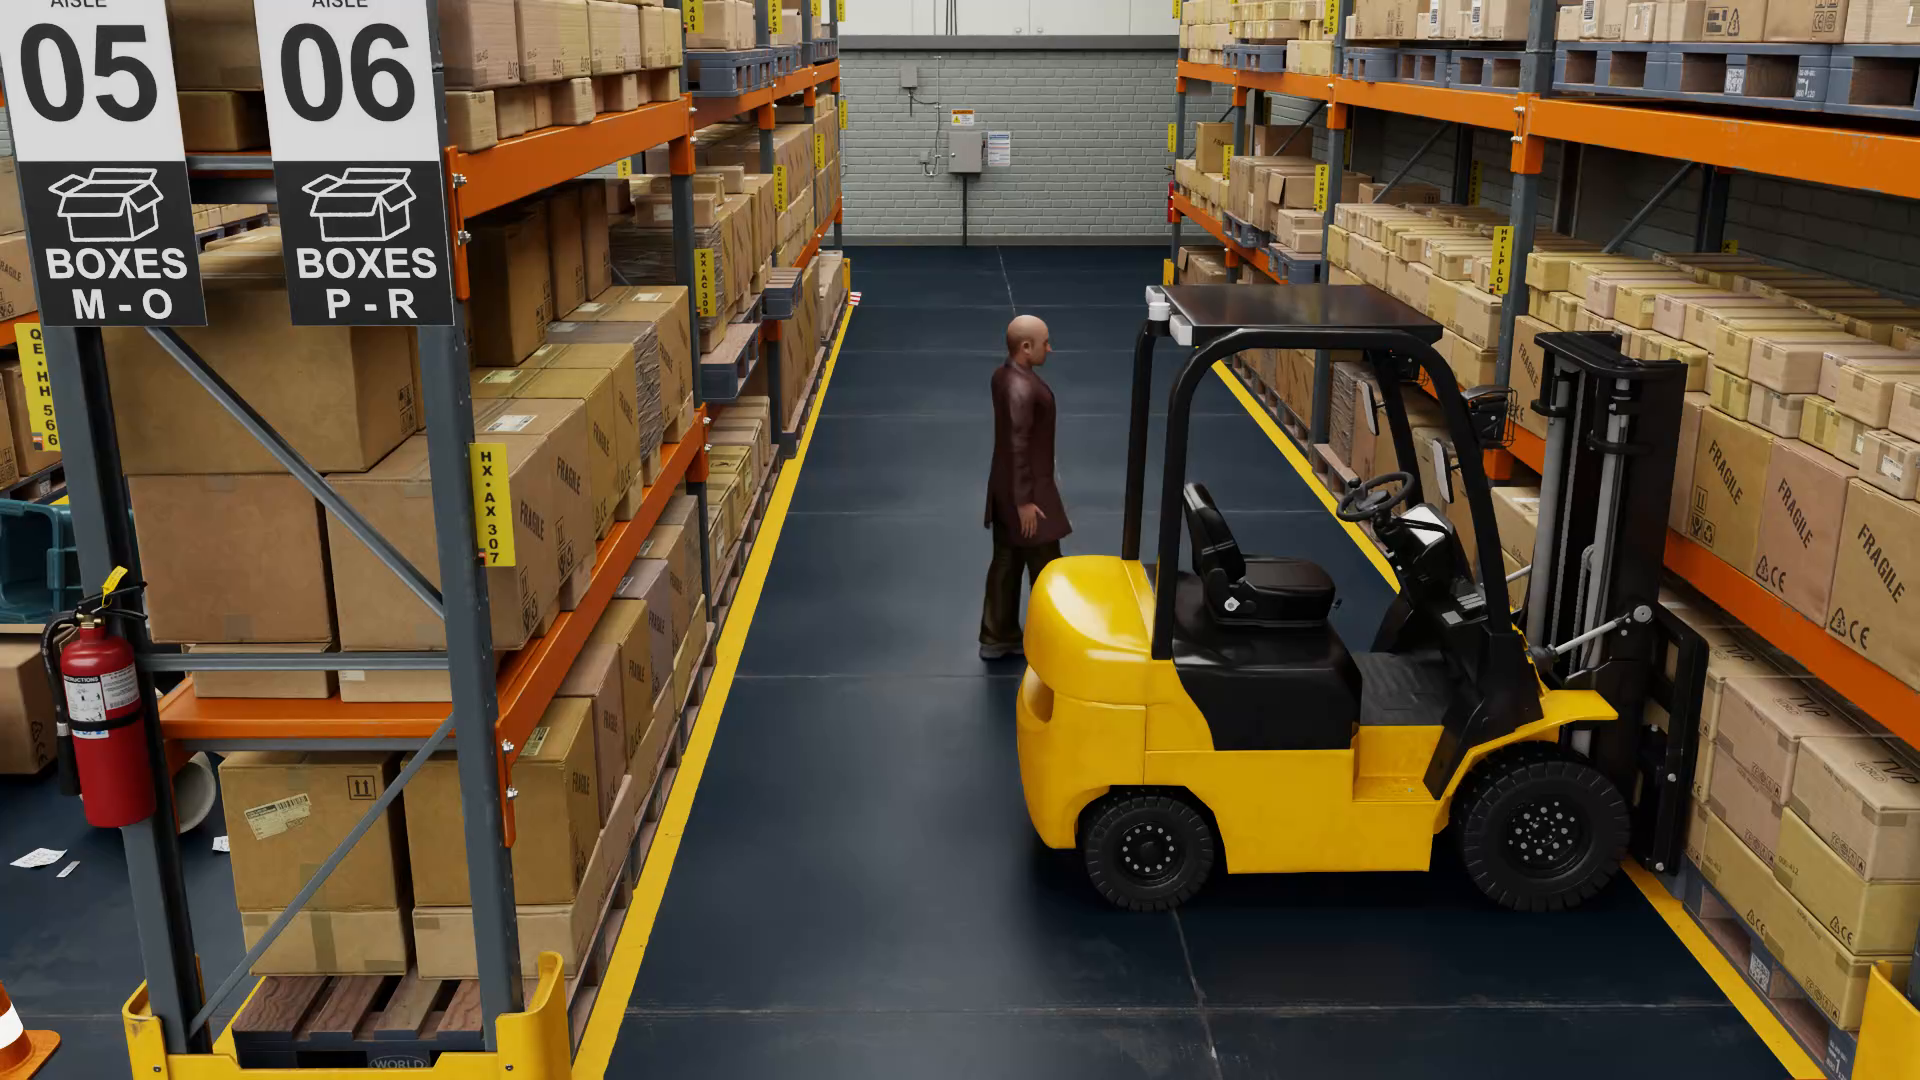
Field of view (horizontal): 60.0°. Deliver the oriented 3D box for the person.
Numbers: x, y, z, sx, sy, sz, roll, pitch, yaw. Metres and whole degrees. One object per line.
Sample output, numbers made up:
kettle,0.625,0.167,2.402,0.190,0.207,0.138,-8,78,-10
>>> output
person,0.416,-0.251,8.365,0.639,1.780,0.632,-4,17,-11
